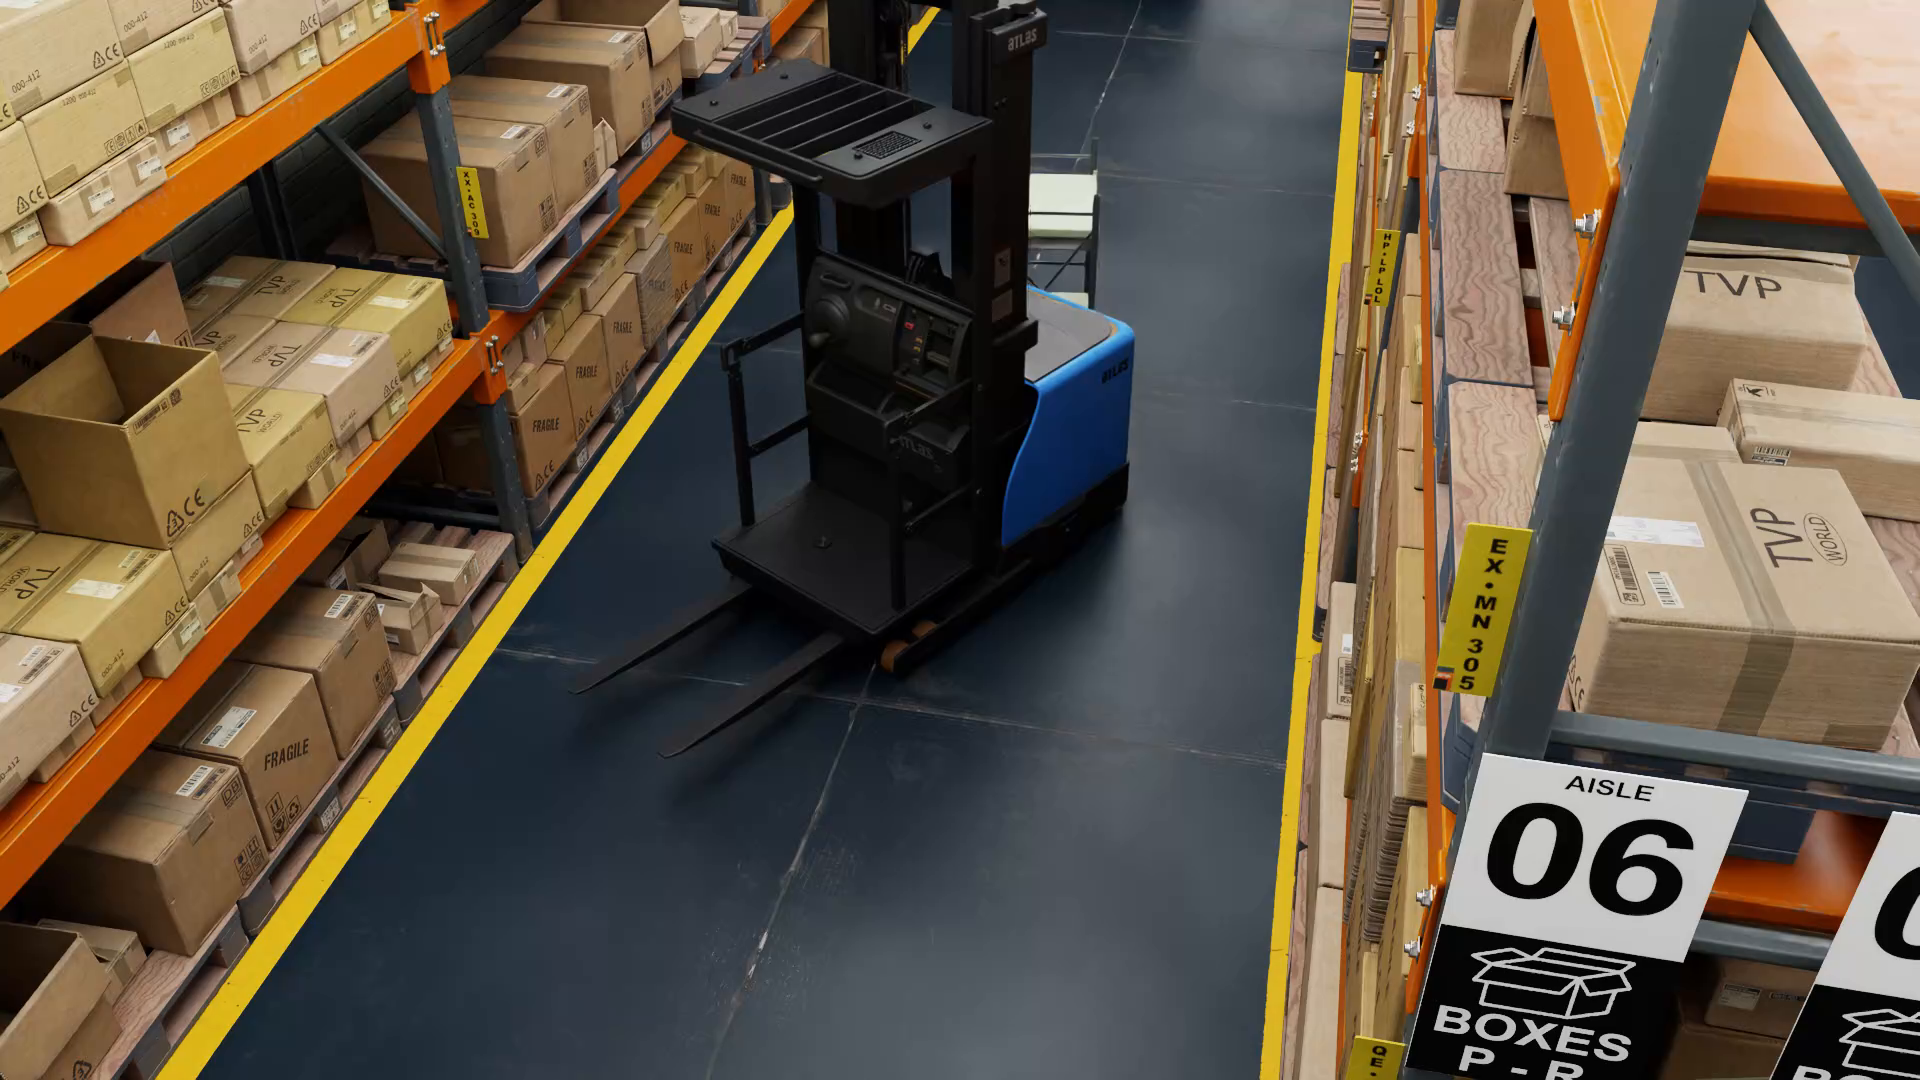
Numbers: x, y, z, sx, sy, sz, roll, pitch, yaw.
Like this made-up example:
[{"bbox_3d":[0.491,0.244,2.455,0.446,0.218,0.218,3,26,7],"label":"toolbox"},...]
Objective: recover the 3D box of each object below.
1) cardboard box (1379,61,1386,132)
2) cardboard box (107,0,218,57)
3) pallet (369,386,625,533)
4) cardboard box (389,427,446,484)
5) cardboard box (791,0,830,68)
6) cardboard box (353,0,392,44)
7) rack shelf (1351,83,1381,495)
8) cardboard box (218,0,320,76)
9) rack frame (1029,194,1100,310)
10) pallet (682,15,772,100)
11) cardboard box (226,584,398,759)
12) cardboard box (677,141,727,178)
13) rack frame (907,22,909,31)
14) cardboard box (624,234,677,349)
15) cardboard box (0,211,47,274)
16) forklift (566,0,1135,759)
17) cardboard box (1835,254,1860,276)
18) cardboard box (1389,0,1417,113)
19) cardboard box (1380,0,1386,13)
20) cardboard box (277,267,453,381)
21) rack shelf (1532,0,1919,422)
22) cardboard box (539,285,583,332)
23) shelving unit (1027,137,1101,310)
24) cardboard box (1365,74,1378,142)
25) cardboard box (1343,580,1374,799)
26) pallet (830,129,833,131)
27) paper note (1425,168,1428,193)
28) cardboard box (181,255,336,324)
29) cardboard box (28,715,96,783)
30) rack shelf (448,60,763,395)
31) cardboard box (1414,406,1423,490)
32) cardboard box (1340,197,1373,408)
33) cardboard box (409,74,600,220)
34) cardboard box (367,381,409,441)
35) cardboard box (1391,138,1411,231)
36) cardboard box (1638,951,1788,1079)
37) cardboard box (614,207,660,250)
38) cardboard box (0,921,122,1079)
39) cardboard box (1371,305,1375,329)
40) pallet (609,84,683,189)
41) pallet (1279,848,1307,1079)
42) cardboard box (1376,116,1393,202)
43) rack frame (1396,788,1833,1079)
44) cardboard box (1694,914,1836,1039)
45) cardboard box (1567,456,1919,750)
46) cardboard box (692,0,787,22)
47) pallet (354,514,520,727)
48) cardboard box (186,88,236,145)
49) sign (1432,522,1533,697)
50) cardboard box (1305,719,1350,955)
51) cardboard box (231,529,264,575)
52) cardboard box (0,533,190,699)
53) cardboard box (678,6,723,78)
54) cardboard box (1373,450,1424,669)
[{"bbox_3d":[2.692,-2.547,9.606,0.500,0.250,0.500,7,36,9],"label":"cardboard box"},{"bbox_3d":[-2.751,-1.759,5.284,0.500,0.250,0.500,8,37,11],"label":"cardboard box"},{"bbox_3d":[-2.525,-0.526,9.066,1.003,0.211,1.213,7,37,10],"label":"pallet"},{"bbox_3d":[-2.846,-0.660,8.647,0.500,0.500,0.500,7,37,10],"label":"cardboard box"},{"bbox_3d":[-1.386,-3.803,12.877,0.875,0.625,0.625,6,36,8],"label":"cardboard box"},{"bbox_3d":[-2.450,-2.053,6.455,0.380,0.149,0.250,7,37,10],"label":"cardboard box"},{"bbox_3d":[2.615,-1.419,8.535,1.077,0.370,4.000,7,37,10],"label":"rack shelf"},{"bbox_3d":[-2.621,-1.851,5.836,0.500,0.250,0.500,6,36,8],"label":"cardboard box"},{"bbox_3d":[0.505,-1.131,8.802,0.400,1.500,0.023,2,36,2],"label":"rack frame"},{"bbox_3d":[-1.884,-3.002,10.269,1.213,0.211,1.003,7,37,10],"label":"pallet"},{"bbox_3d":[-2.851,0.533,7.001,0.700,0.500,0.500,6,36,8],"label":"cardboard box"},{"bbox_3d":[-1.694,-2.422,10.525,0.380,0.149,0.250,6,36,8],"label":"cardboard box"},{"bbox_3d":[-0.953,-5.770,13.925,1.000,3.000,0.127,7,37,10],"label":"rack frame"},{"bbox_3d":[-2.007,-1.479,9.777,0.500,0.500,0.500,6,36,8],"label":"cardboard box"},{"bbox_3d":[-2.924,-0.886,4.845,0.380,0.149,0.250,7,37,9],"label":"cardboard box"},{"bbox_3d":[-0.473,-0.899,7.262,1.130,2.935,3.031,27,44,32],"label":"forklift"},{"bbox_3d":[1.911,-0.873,4.084,0.500,0.500,0.500,8,37,11],"label":"cardboard box"},{"bbox_3d":[2.476,-2.470,8.435,0.500,0.500,0.500,8,37,11],"label":"cardboard box"},{"bbox_3d":[2.879,-3.455,10.588,0.380,0.149,0.250,7,37,10],"label":"cardboard box"},{"bbox_3d":[-2.533,-0.921,7.109,0.500,0.250,0.500,8,37,11],"label":"cardboard box"},{"bbox_3d":[1.761,-1.393,3.728,1.077,0.370,4.000,7,37,10],"label":"rack shelf"},{"bbox_3d":[-2.253,-1.252,8.912,0.380,0.149,0.250,7,36,9],"label":"cardboard box"},{"bbox_3d":[0.523,-1.345,9.098,0.431,1.500,0.755,2,36,2],"label":"shelving unit"},{"bbox_3d":[3.490,-3.144,12.183,0.950,0.372,0.625,8,37,12],"label":"cardboard box"},{"bbox_3d":[1.498,0.500,5.189,0.500,0.500,0.500,8,37,11],"label":"cardboard box"},{"bbox_3d":[-1.331,-3.512,13.186,1.003,0.211,1.213,7,37,10],"label":"pallet"},{"bbox_3d":[1.213,-0.934,4.335,0.006,0.032,0.123,7,37,10],"label":"paper note"},{"bbox_3d":[-3.032,-0.993,7.209,0.500,0.250,0.500,7,37,9],"label":"cardboard box"},{"bbox_3d":[-3.033,0.613,5.332,0.380,0.149,0.250,8,37,11],"label":"cardboard box"},{"bbox_3d":[-2.235,-2.039,9.390,1.077,0.370,4.000,7,37,10],"label":"rack shelf"},{"bbox_3d":[1.523,-0.252,4.822,0.380,0.149,0.250,7,37,10],"label":"cardboard box"},{"bbox_3d":[2.619,-1.270,9.169,0.875,0.875,0.875,8,37,11],"label":"cardboard box"},{"bbox_3d":[-2.230,-1.940,8.198,0.700,0.500,0.500,8,37,10],"label":"cardboard box"},{"bbox_3d":[-2.550,-0.563,6.956,0.380,0.149,0.250,8,37,11],"label":"cardboard box"},{"bbox_3d":[2.038,-1.297,6.816,0.500,0.500,0.500,8,37,11],"label":"cardboard box"},{"bbox_3d":[1.714,1.045,3.585,0.500,0.500,0.500,7,36,9],"label":"cardboard box"},{"bbox_3d":[-1.976,-1.826,9.703,0.380,0.149,0.250,6,36,8],"label":"cardboard box"},{"bbox_3d":[-3.293,1.612,5.510,0.797,0.503,0.637,6,36,8],"label":"cardboard box"},{"bbox_3d":[2.147,-1.083,7.587,0.500,0.250,0.500,7,36,9],"label":"cardboard box"},{"bbox_3d":[-2.219,-2.284,9.278,1.003,0.211,1.213,7,37,10],"label":"pallet"},{"bbox_3d":[1.690,1.693,6.004,1.003,0.211,1.213,7,37,10],"label":"pallet"},{"bbox_3d":[2.341,-1.869,8.245,0.500,0.250,0.500,8,37,11],"label":"cardboard box"},{"bbox_3d":[1.333,1.730,3.578,1.000,3.000,0.127,7,37,10],"label":"rack frame"},{"bbox_3d":[1.680,0.853,3.297,0.380,0.149,0.250,8,37,11],"label":"cardboard box"},{"bbox_3d":[1.342,0.096,2.960,0.500,0.250,0.500,4,36,6],"label":"cardboard box"},{"bbox_3d":[-1.474,-3.640,11.114,0.500,0.250,0.500,7,37,10],"label":"cardboard box"},{"bbox_3d":[-2.810,0.339,7.873,1.003,0.211,1.213,7,37,10],"label":"pallet"},{"bbox_3d":[-2.714,-1.471,5.651,0.380,0.149,0.250,9,37,12],"label":"cardboard box"},{"bbox_3d":[0.806,0.113,2.566,0.100,0.325,0.005,7,37,10],"label":"sign"},{"bbox_3d":[1.758,1.164,6.184,0.875,0.438,0.875,6,36,9],"label":"cardboard box"},{"bbox_3d":[-2.831,0.015,6.158,0.380,0.149,0.250,7,37,10],"label":"cardboard box"},{"bbox_3d":[-2.944,0.243,5.503,0.500,0.250,0.500,7,36,9],"label":"cardboard box"},{"bbox_3d":[-1.717,-2.941,9.792,0.500,0.250,0.500,6,36,8],"label":"cardboard box"},{"bbox_3d":[1.505,0.104,4.884,0.500,0.500,0.500,7,37,10],"label":"cardboard box"}]
